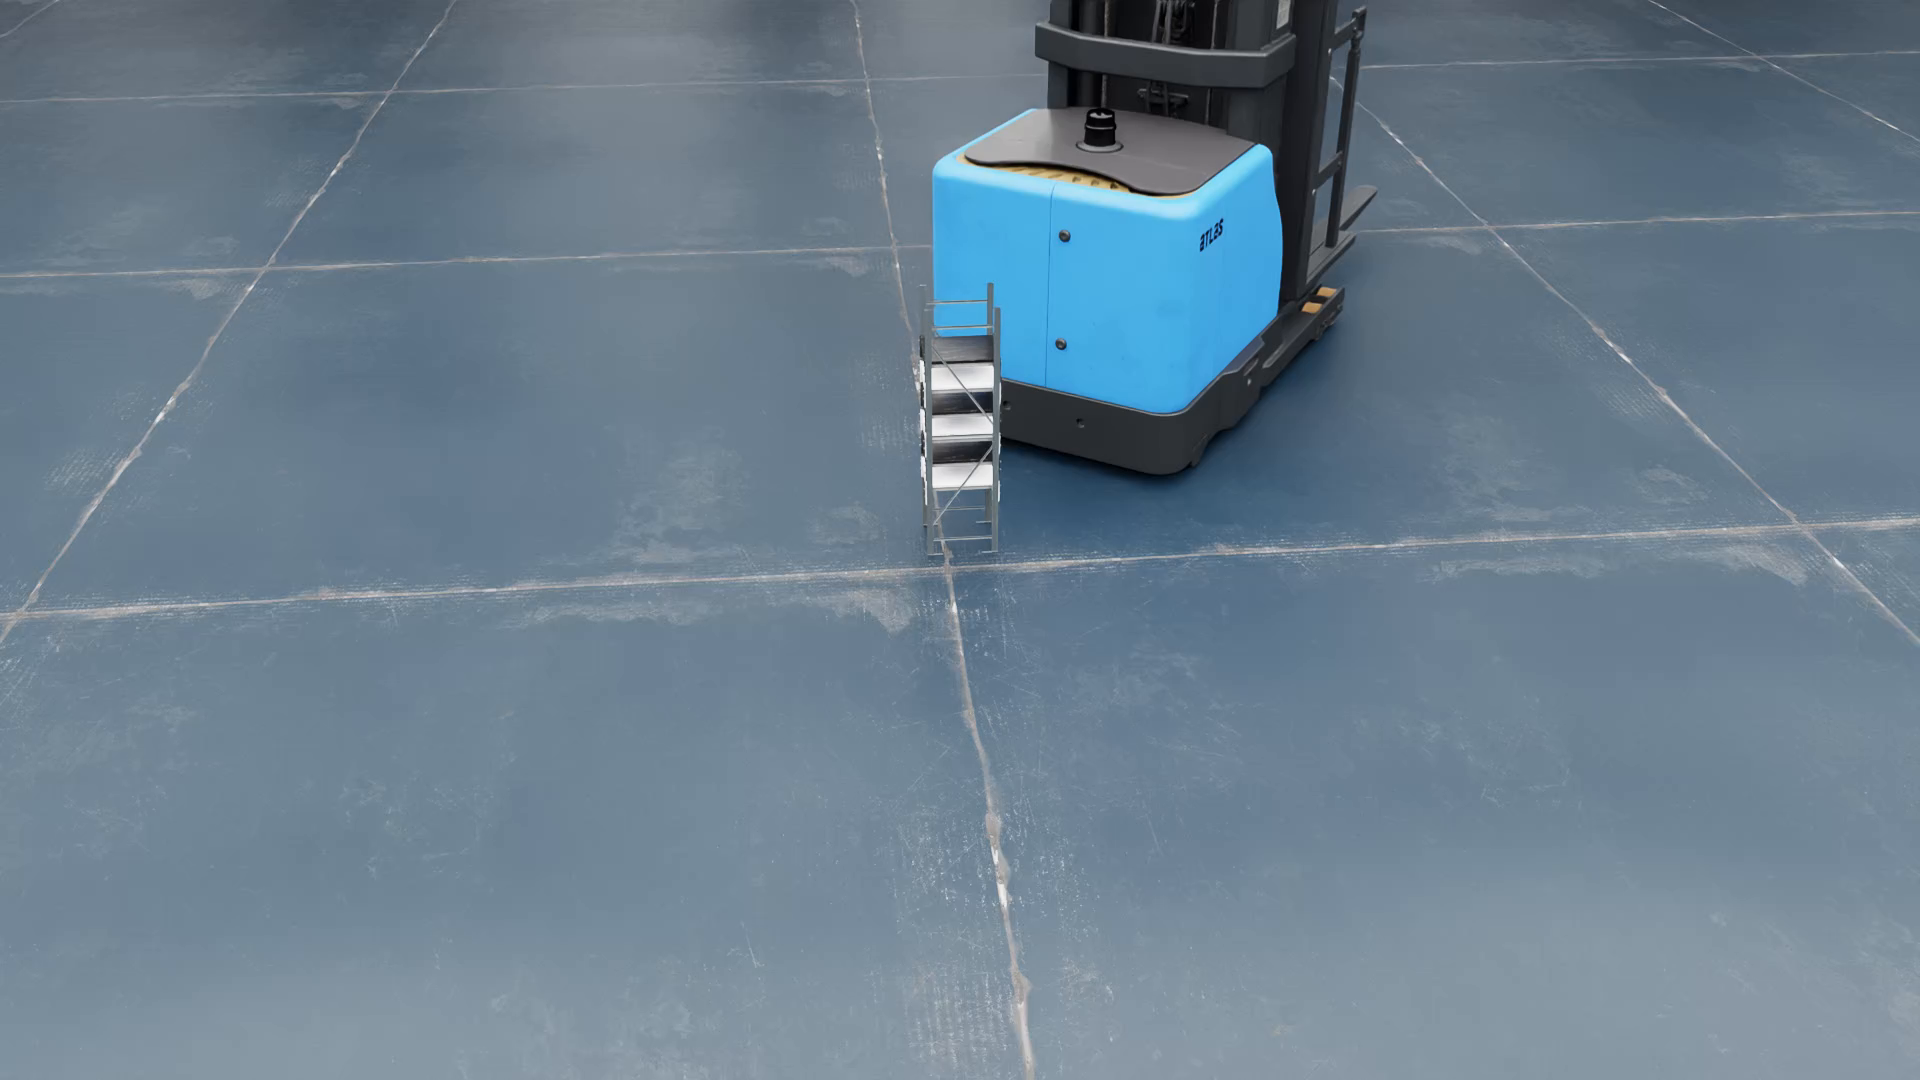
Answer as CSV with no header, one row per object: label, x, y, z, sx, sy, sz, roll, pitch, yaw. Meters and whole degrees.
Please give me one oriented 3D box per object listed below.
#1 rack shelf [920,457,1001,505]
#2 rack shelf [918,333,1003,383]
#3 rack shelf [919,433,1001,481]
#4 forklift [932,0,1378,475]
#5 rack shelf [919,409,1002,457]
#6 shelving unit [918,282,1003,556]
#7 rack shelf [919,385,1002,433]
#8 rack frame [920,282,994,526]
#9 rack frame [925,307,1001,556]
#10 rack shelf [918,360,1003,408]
rack shelf,-0.001,-0.207,5.636,0.258,0.077,0.200,-3,31,-5
rack shelf,-0.001,-0.594,5.405,0.258,0.077,0.200,-3,31,-5
rack shelf,-0.001,-0.285,5.589,0.258,0.077,0.200,-3,31,-5
forklift,1.041,-2.221,6.611,1.130,2.935,3.031,16,34,25
rack shelf,-0.001,-0.362,5.543,0.258,0.077,0.200,-3,31,-5
shelving unit,-0.001,-0.390,5.526,0.258,0.900,0.210,-3,31,-5
rack shelf,-0.001,-0.439,5.497,0.258,0.077,0.200,-3,31,-5
rack frame,-0.010,-0.442,5.613,0.240,0.900,0.006,-3,31,-5
rack frame,0.009,-0.339,5.439,0.240,0.900,0.006,-3,31,-5
rack shelf,-0.001,-0.516,5.451,0.258,0.077,0.200,-3,31,-5
